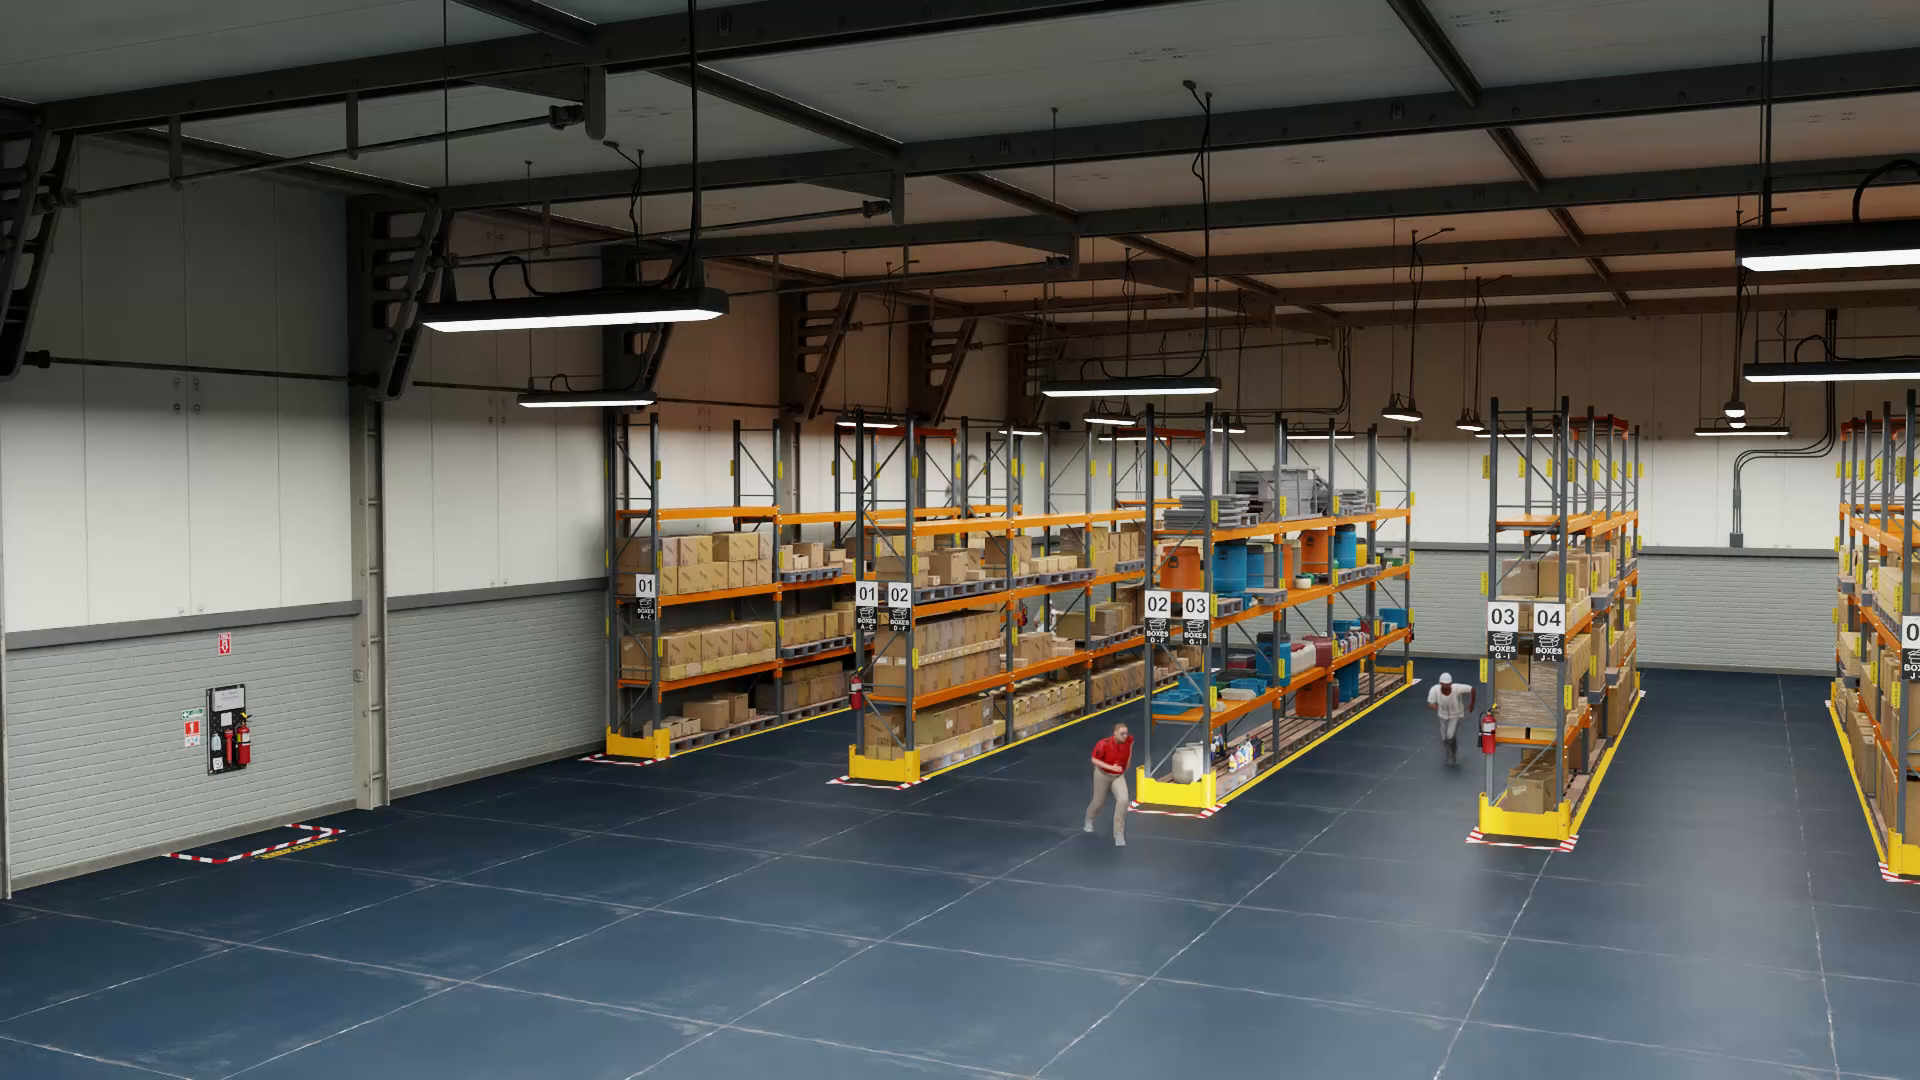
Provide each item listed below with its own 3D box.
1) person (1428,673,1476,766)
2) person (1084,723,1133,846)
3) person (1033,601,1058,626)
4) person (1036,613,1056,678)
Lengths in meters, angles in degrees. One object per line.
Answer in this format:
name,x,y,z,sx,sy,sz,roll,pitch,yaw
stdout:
person,8.288,3.017,28.027,0.740,1.607,0.933,1,3,30
person,2.001,3.273,22.511,0.708,1.697,1.012,-1,3,-26
person,2.163,2.368,41.221,0.670,1.831,0.807,1,2,16
person,1.978,2.527,37.338,0.655,1.809,0.917,1,2,16
